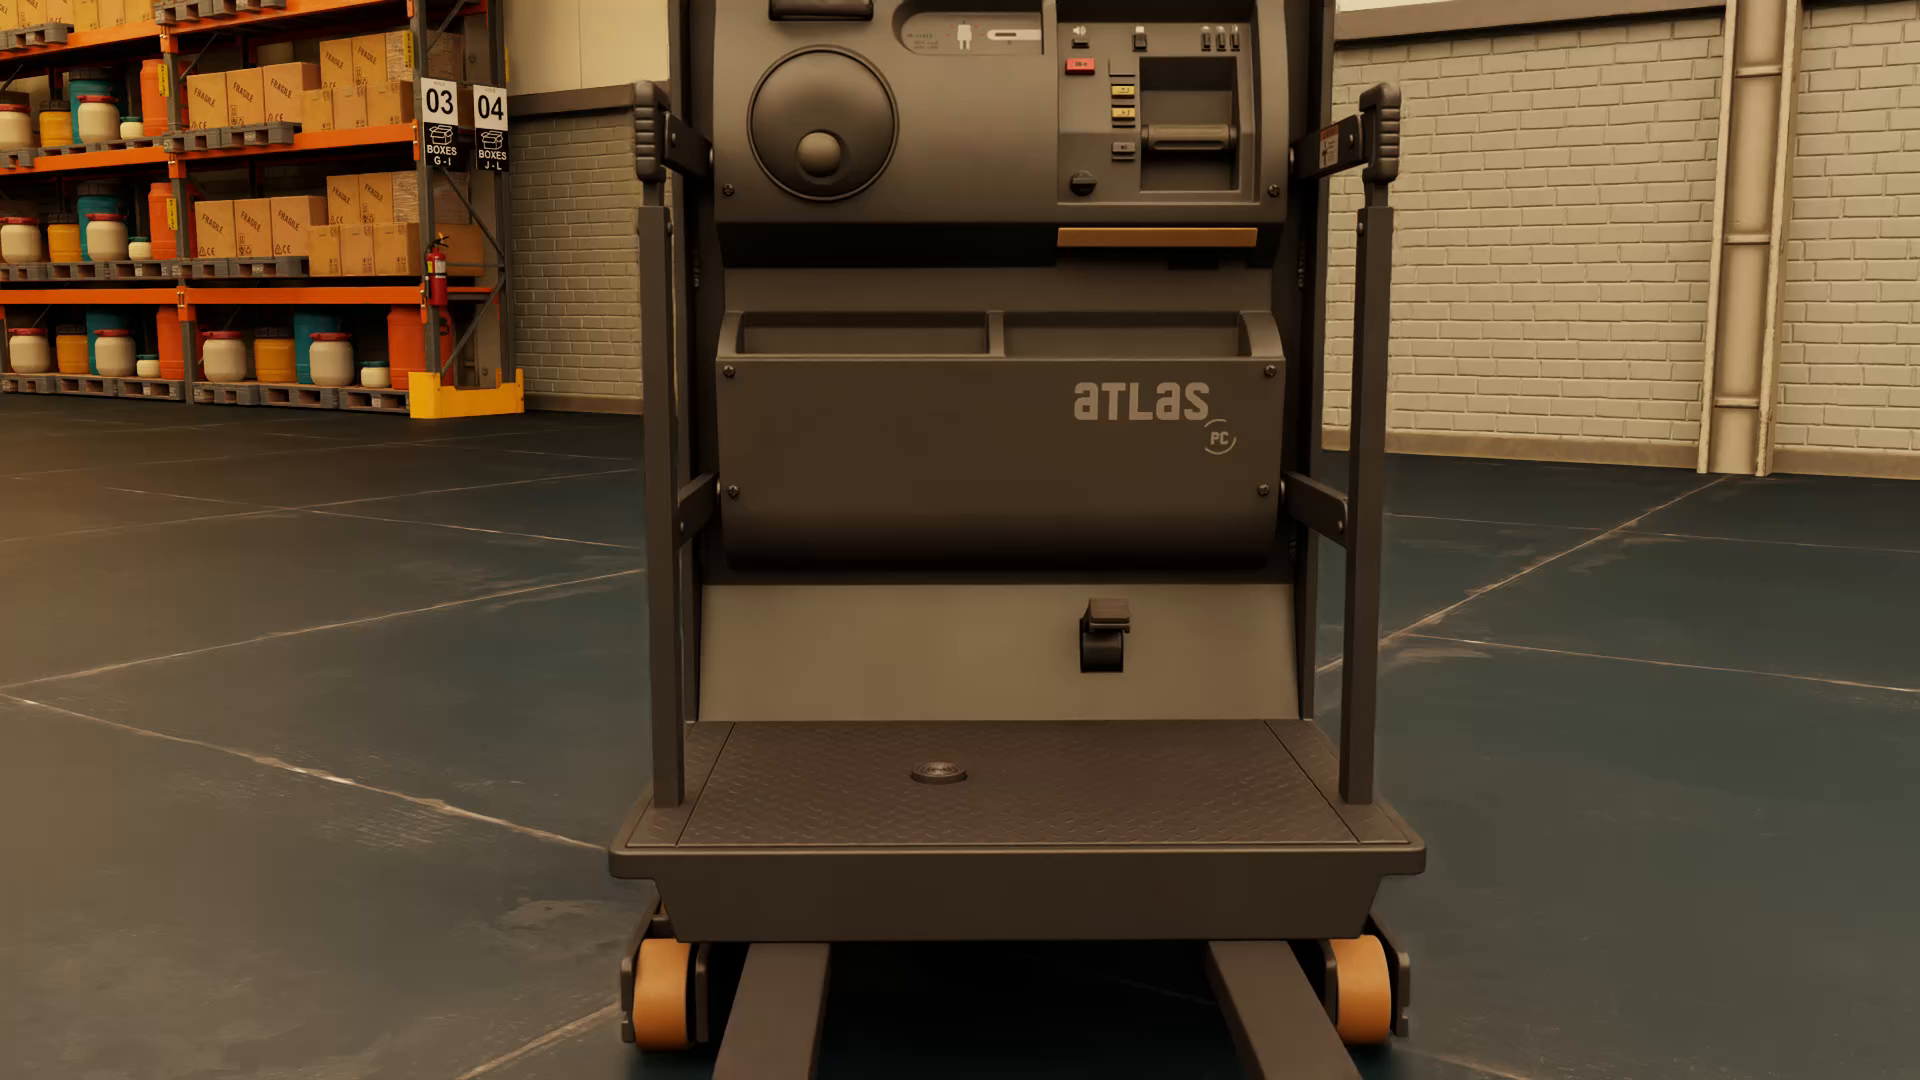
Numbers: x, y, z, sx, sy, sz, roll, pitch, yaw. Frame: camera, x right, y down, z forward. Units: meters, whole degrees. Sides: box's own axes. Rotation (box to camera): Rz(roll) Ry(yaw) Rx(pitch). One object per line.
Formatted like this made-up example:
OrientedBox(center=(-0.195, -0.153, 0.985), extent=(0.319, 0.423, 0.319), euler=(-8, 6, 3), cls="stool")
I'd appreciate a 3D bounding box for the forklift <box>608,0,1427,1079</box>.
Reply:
OrientedBox(center=(0.072, -0.755, 2.502), extent=(1.130, 2.935, 3.031), euler=(0, 8, -1), cls="forklift")
